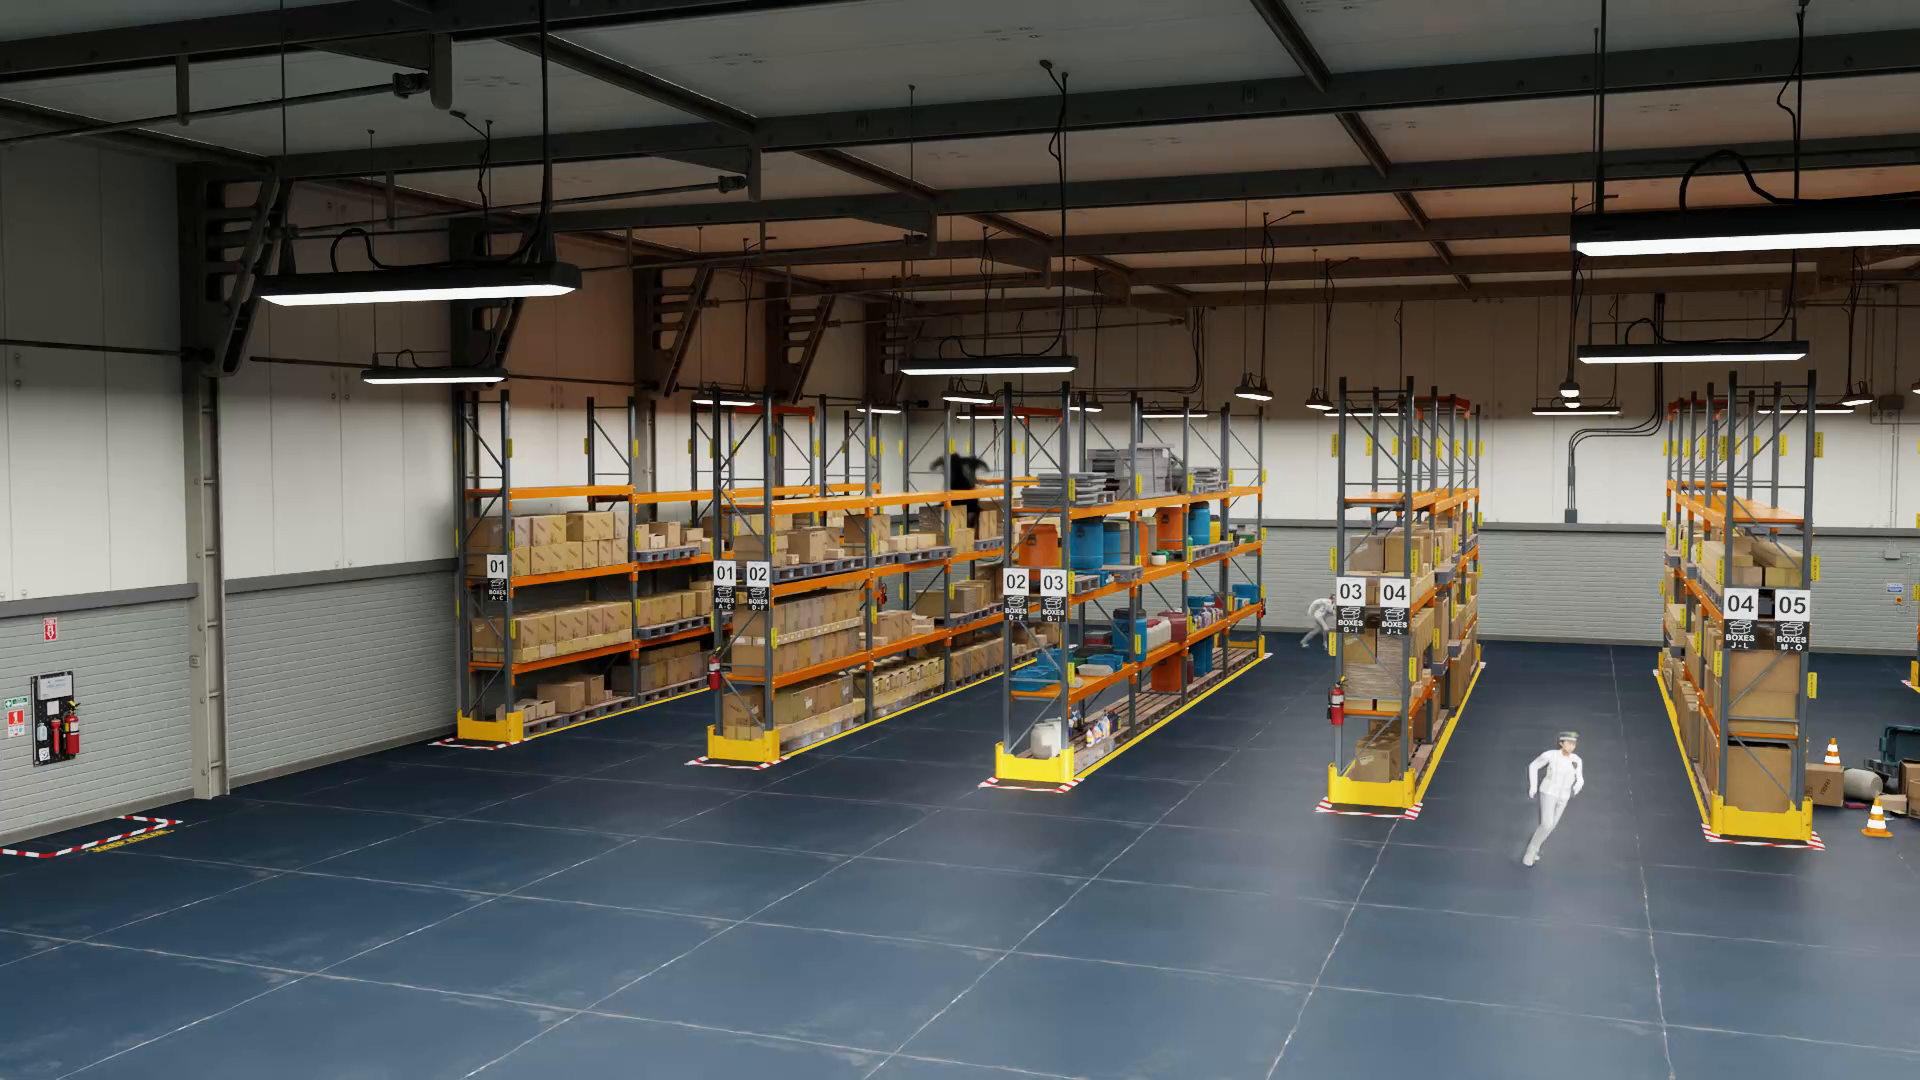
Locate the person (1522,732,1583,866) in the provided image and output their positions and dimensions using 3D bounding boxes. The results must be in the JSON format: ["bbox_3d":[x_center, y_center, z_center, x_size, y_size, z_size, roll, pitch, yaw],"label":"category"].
[{"bbox_3d":[7.081,3.075,19.895,0.746,1.600,0.715,0,3,-8],"label":"person"}]

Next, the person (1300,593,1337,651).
[{"bbox_3d":[8.978,2.017,41.378,0.540,1.458,1.068,-3,4,-40],"label":"person"}]
